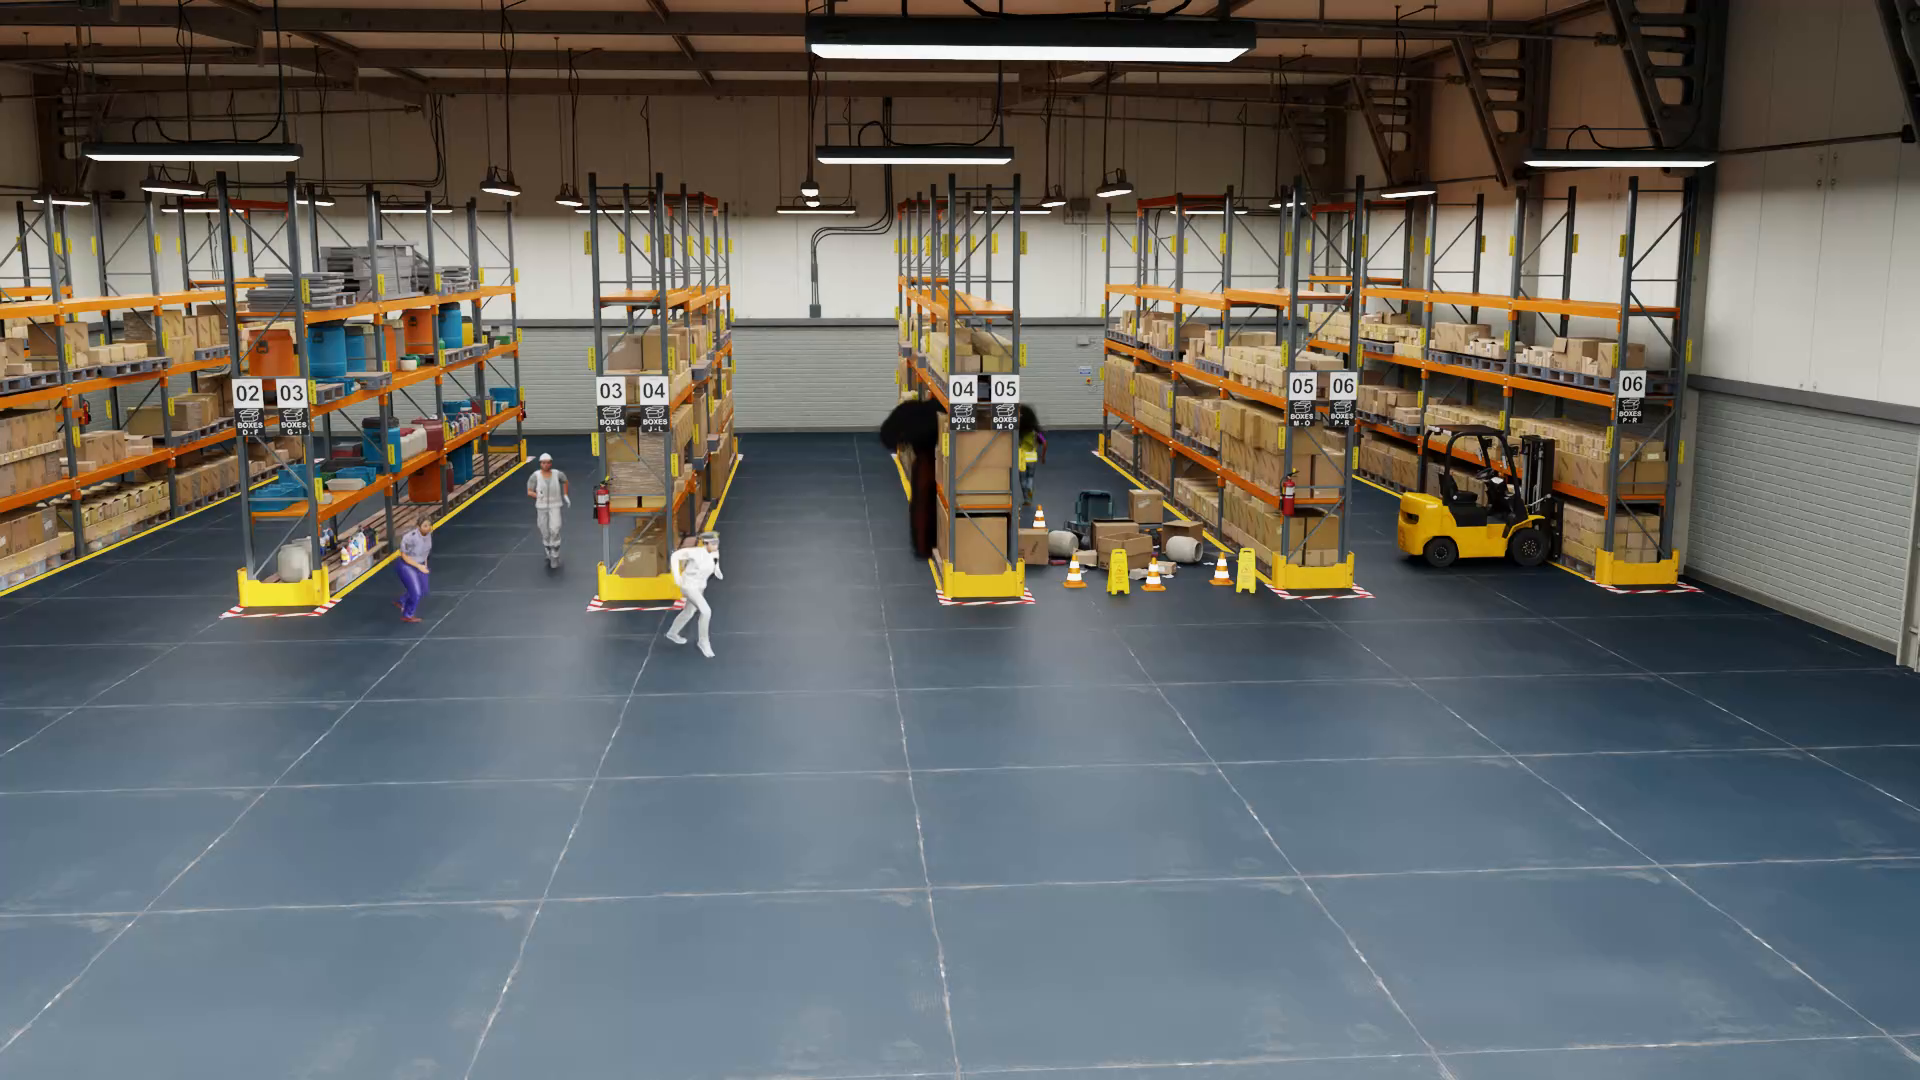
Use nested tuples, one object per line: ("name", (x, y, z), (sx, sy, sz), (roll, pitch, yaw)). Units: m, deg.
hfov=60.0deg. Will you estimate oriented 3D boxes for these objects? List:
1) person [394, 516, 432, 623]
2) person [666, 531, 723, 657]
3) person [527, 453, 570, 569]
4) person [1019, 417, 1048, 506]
("person", (-7.368, 0.378, 22.322), (0.829, 1.489, 0.584), (4, 11, 21))
("person", (-3.338, 0.659, 20.631), (0.951, 1.611, 0.657), (7, 12, 35))
("person", (-6.476, -0.462, 26.195), (0.625, 1.828, 0.843), (-1, 10, -7))
("person", (1.309, -1.533, 32.255), (0.751, 1.716, 0.558), (-1, 10, -3))
